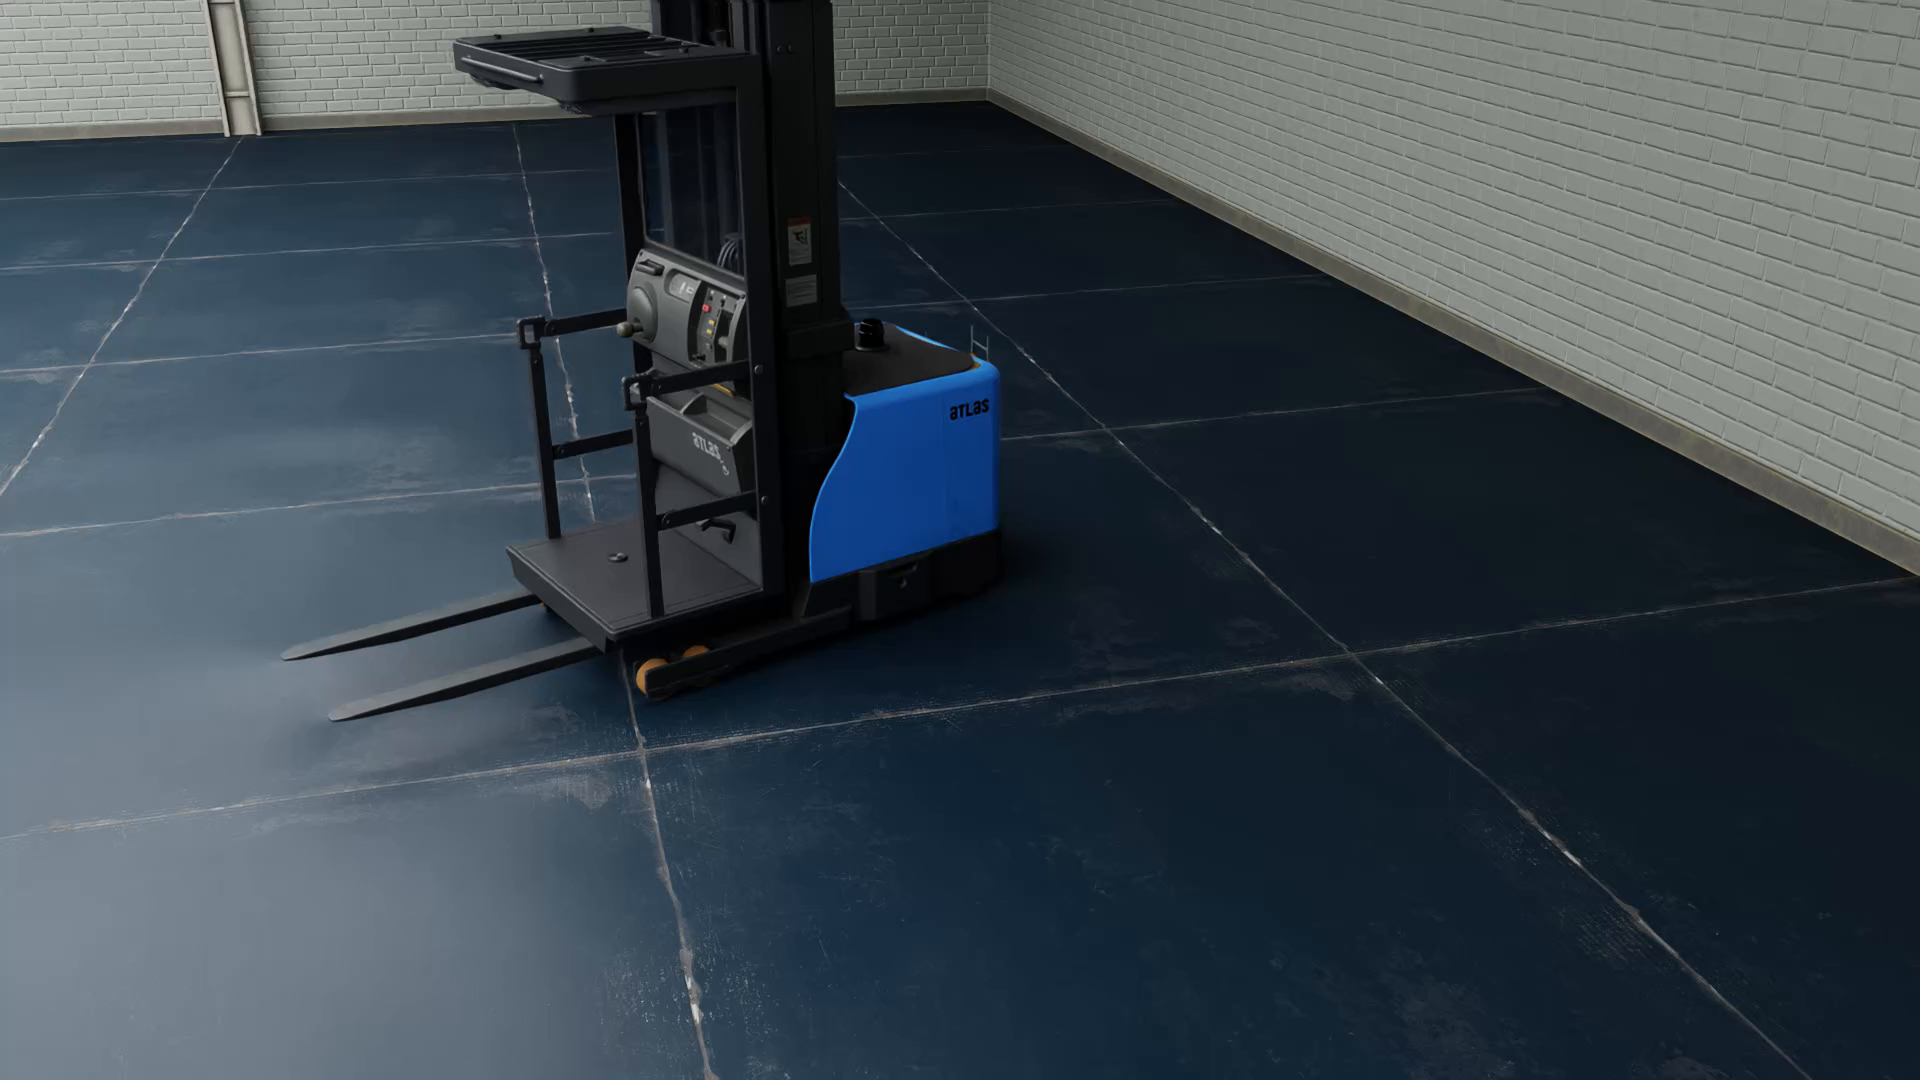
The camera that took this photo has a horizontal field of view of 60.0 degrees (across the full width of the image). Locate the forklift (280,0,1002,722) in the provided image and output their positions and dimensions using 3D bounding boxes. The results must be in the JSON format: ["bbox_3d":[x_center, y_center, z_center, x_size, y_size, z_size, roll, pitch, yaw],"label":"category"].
[{"bbox_3d":[-1.295,-0.934,6.710,3.031,2.935,1.130,-16,28,-33],"label":"forklift"}]

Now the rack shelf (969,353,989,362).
[{"bbox_3d":[-0.015,-0.746,7.965,0.240,0.259,0.215,-10,25,-21],"label":"rack shelf"}]

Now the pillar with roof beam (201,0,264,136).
[{"bbox_3d":[-7.084,-7.189,13.592,0.400,9.000,9.100,-6,24,-14],"label":"pillar with roof beam"}]

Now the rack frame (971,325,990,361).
[{"bbox_3d":[0.097,-0.514,8.116,0.008,1.050,0.200,-10,25,-21],"label":"rack frame"}]

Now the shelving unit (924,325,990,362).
[{"bbox_3d":[-0.015,-0.495,8.072,0.252,1.050,0.215,-10,25,-21],"label":"shelving unit"}]

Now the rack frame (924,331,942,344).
[{"bbox_3d":[-0.127,-0.476,8.028,0.008,1.050,0.200,-10,25,-21],"label":"rack frame"}]
